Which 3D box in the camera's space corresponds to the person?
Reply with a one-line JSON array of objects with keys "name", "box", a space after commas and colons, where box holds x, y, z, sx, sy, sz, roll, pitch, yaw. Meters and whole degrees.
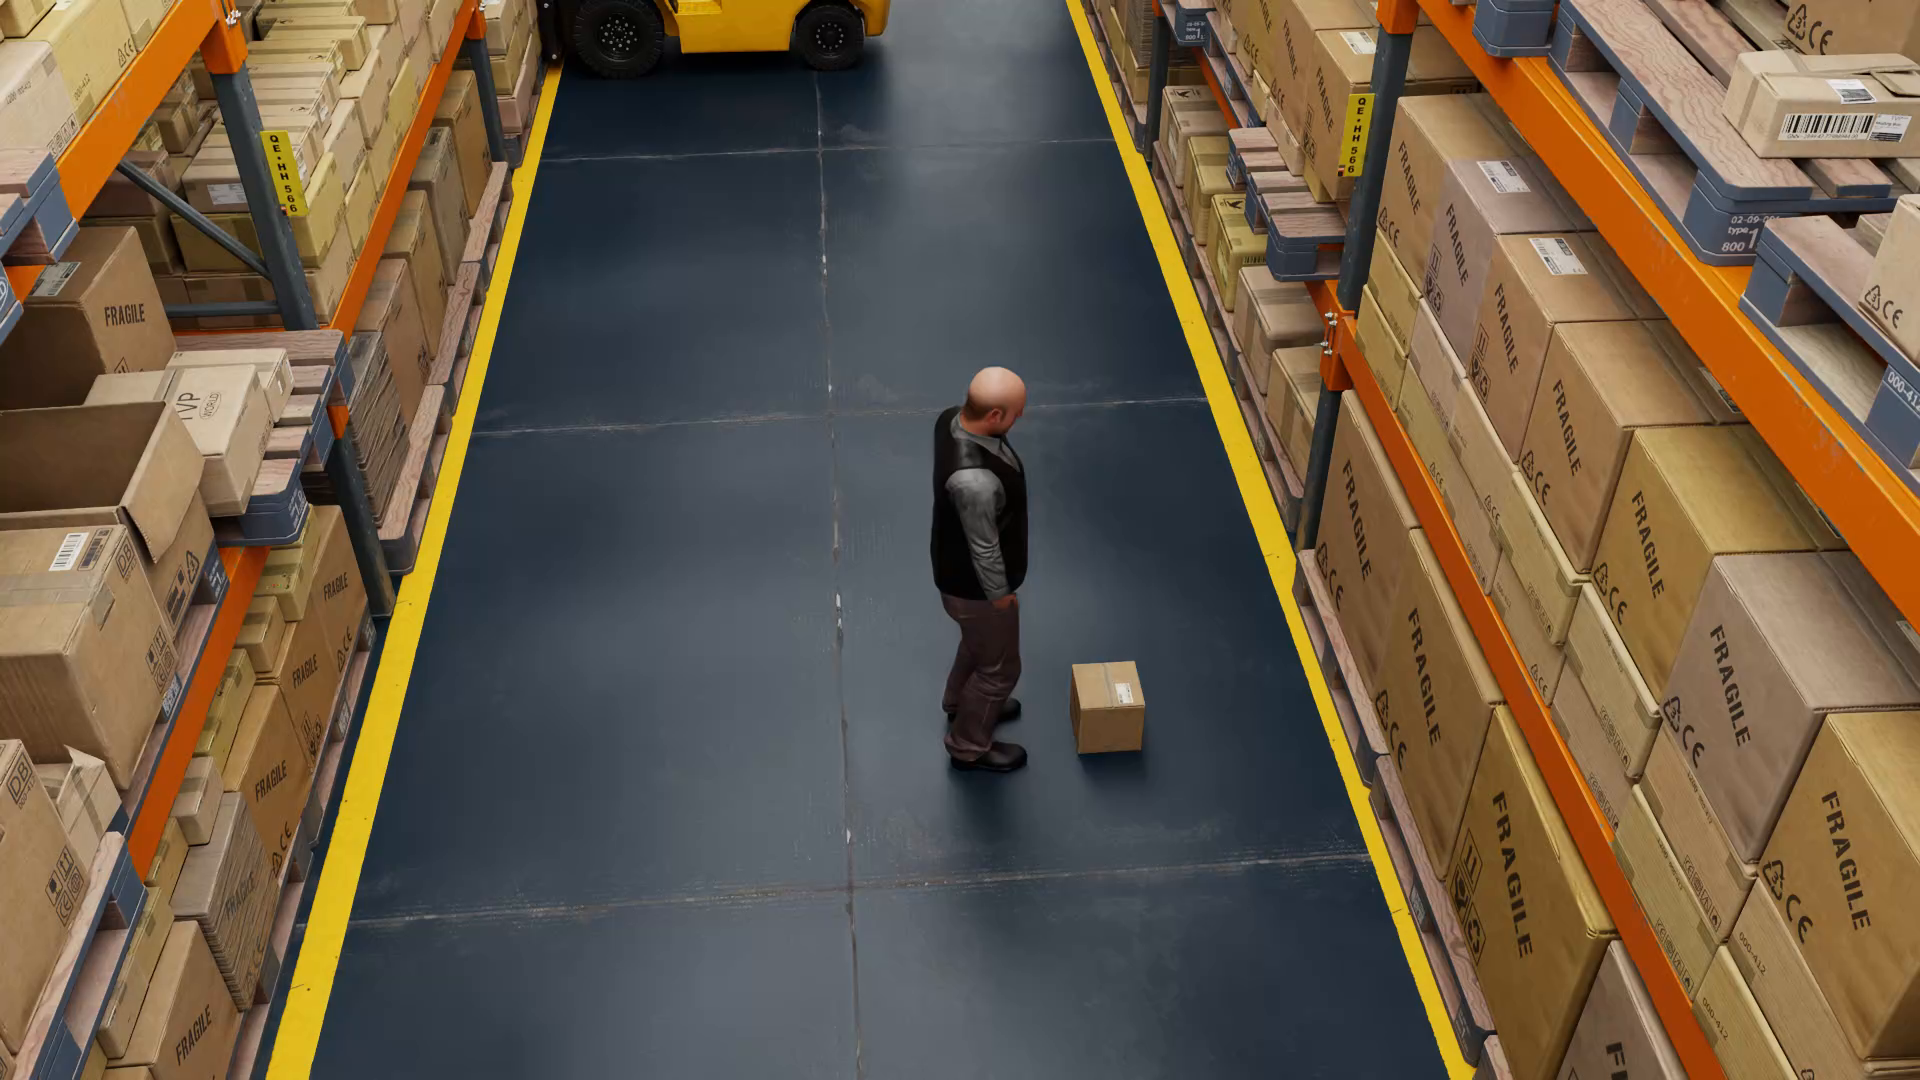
[{"name": "person", "box": [0.074, 0.102, 6.066, 0.359, 1.705, 0.540, -2, 39, -3]}]
